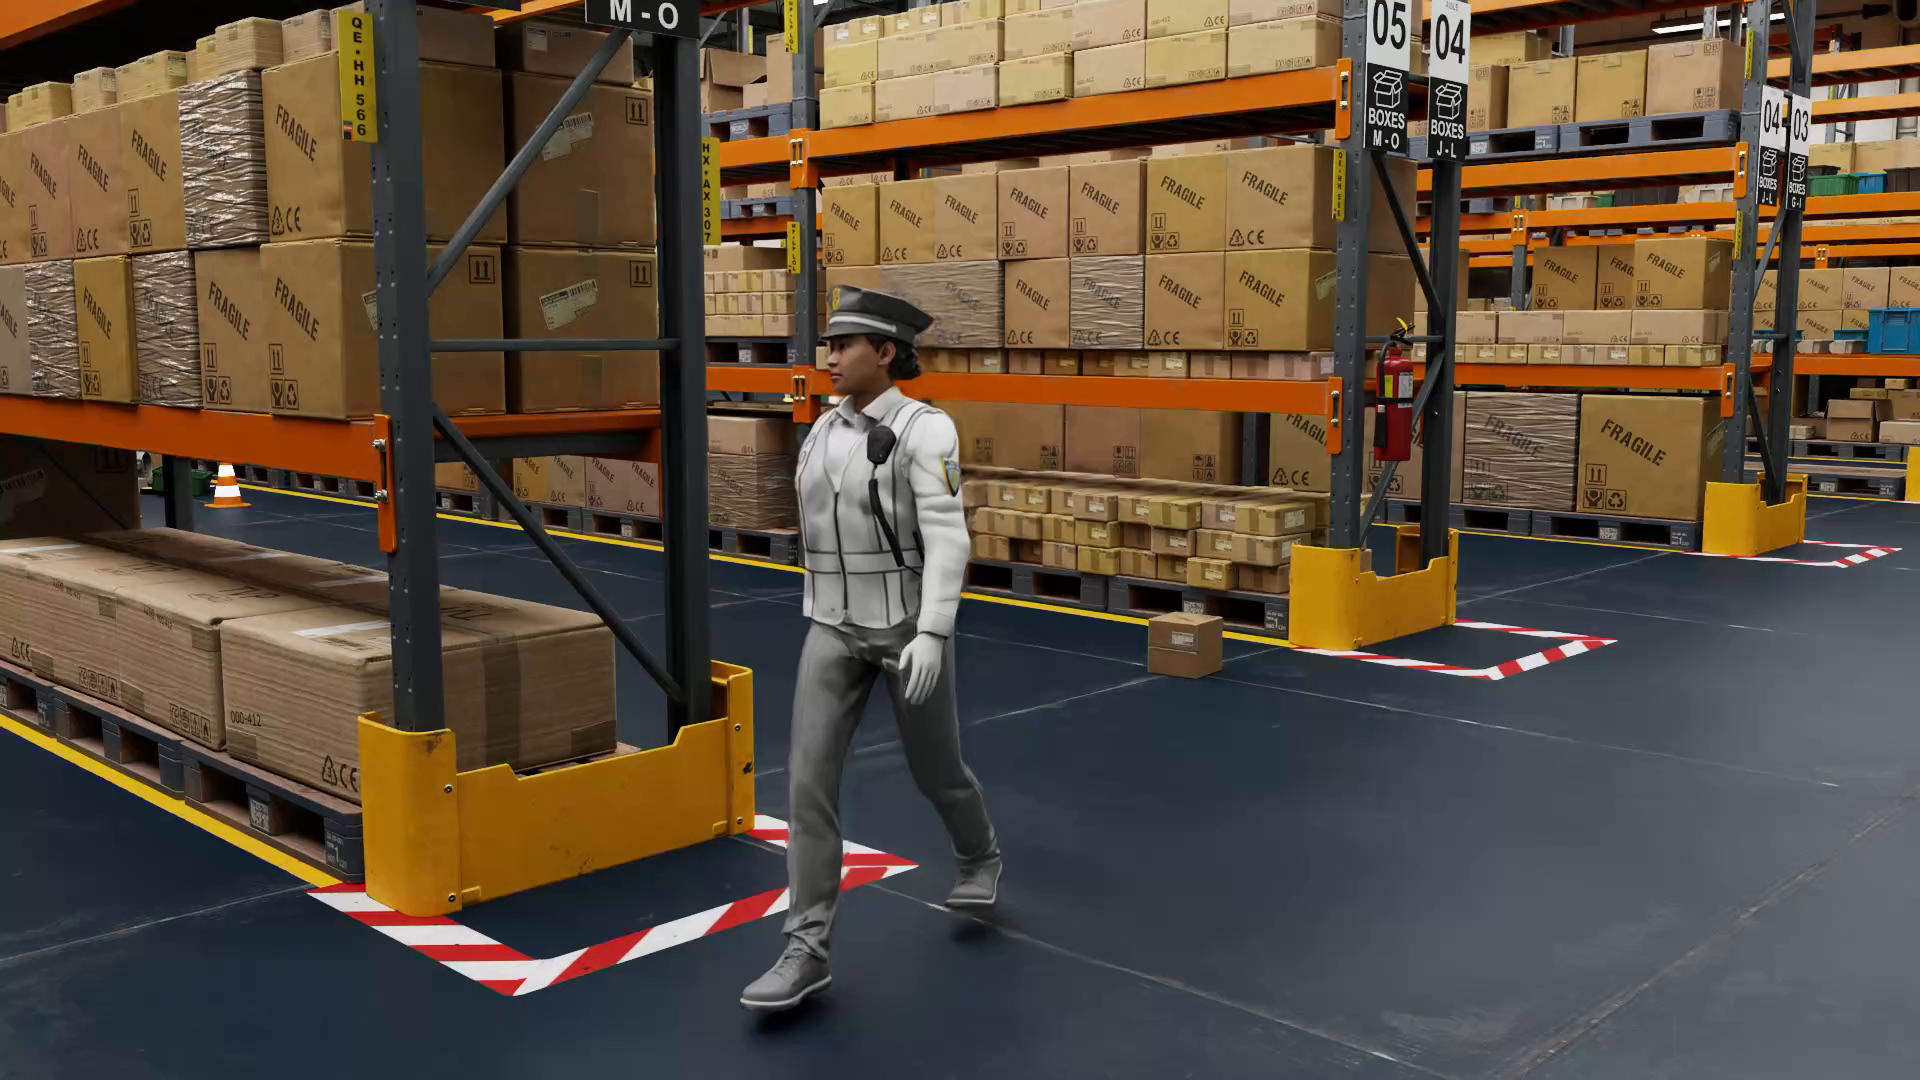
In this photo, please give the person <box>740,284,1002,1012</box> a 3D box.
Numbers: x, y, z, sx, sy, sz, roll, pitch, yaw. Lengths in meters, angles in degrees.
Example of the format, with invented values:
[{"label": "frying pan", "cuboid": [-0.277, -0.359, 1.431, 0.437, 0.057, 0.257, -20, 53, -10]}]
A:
[{"label": "person", "cuboid": [-0.184, 0.211, 3.981, 0.525, 1.633, 0.990, 4, 8, 30]}]
